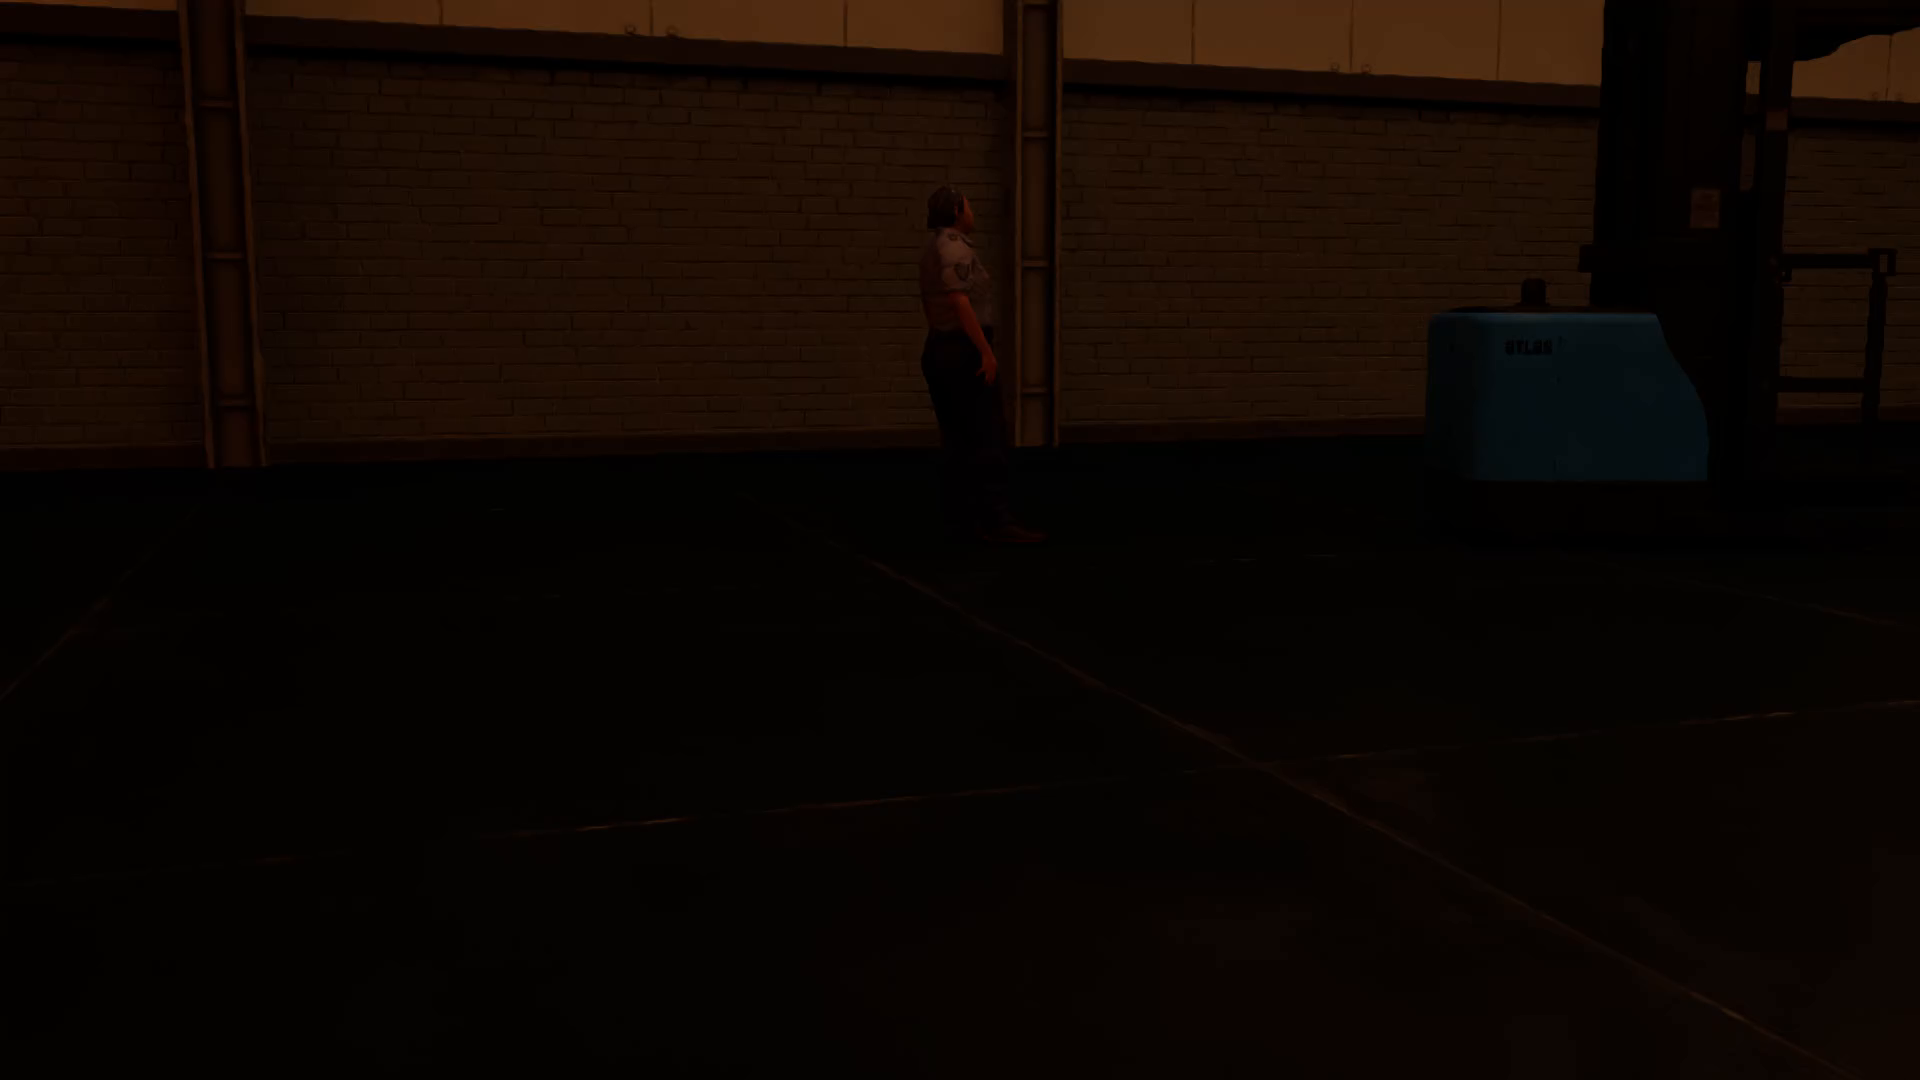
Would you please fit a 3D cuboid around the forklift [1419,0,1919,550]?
[{"bbox_3d":[3.866,-1.477,7.911,3.031,2.935,1.130,0,8,1],"label":"forklift"}]

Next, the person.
[{"bbox_3d":[0.092,-0.820,7.819,0.502,1.642,0.599,-3,8,-18],"label":"person"}]
